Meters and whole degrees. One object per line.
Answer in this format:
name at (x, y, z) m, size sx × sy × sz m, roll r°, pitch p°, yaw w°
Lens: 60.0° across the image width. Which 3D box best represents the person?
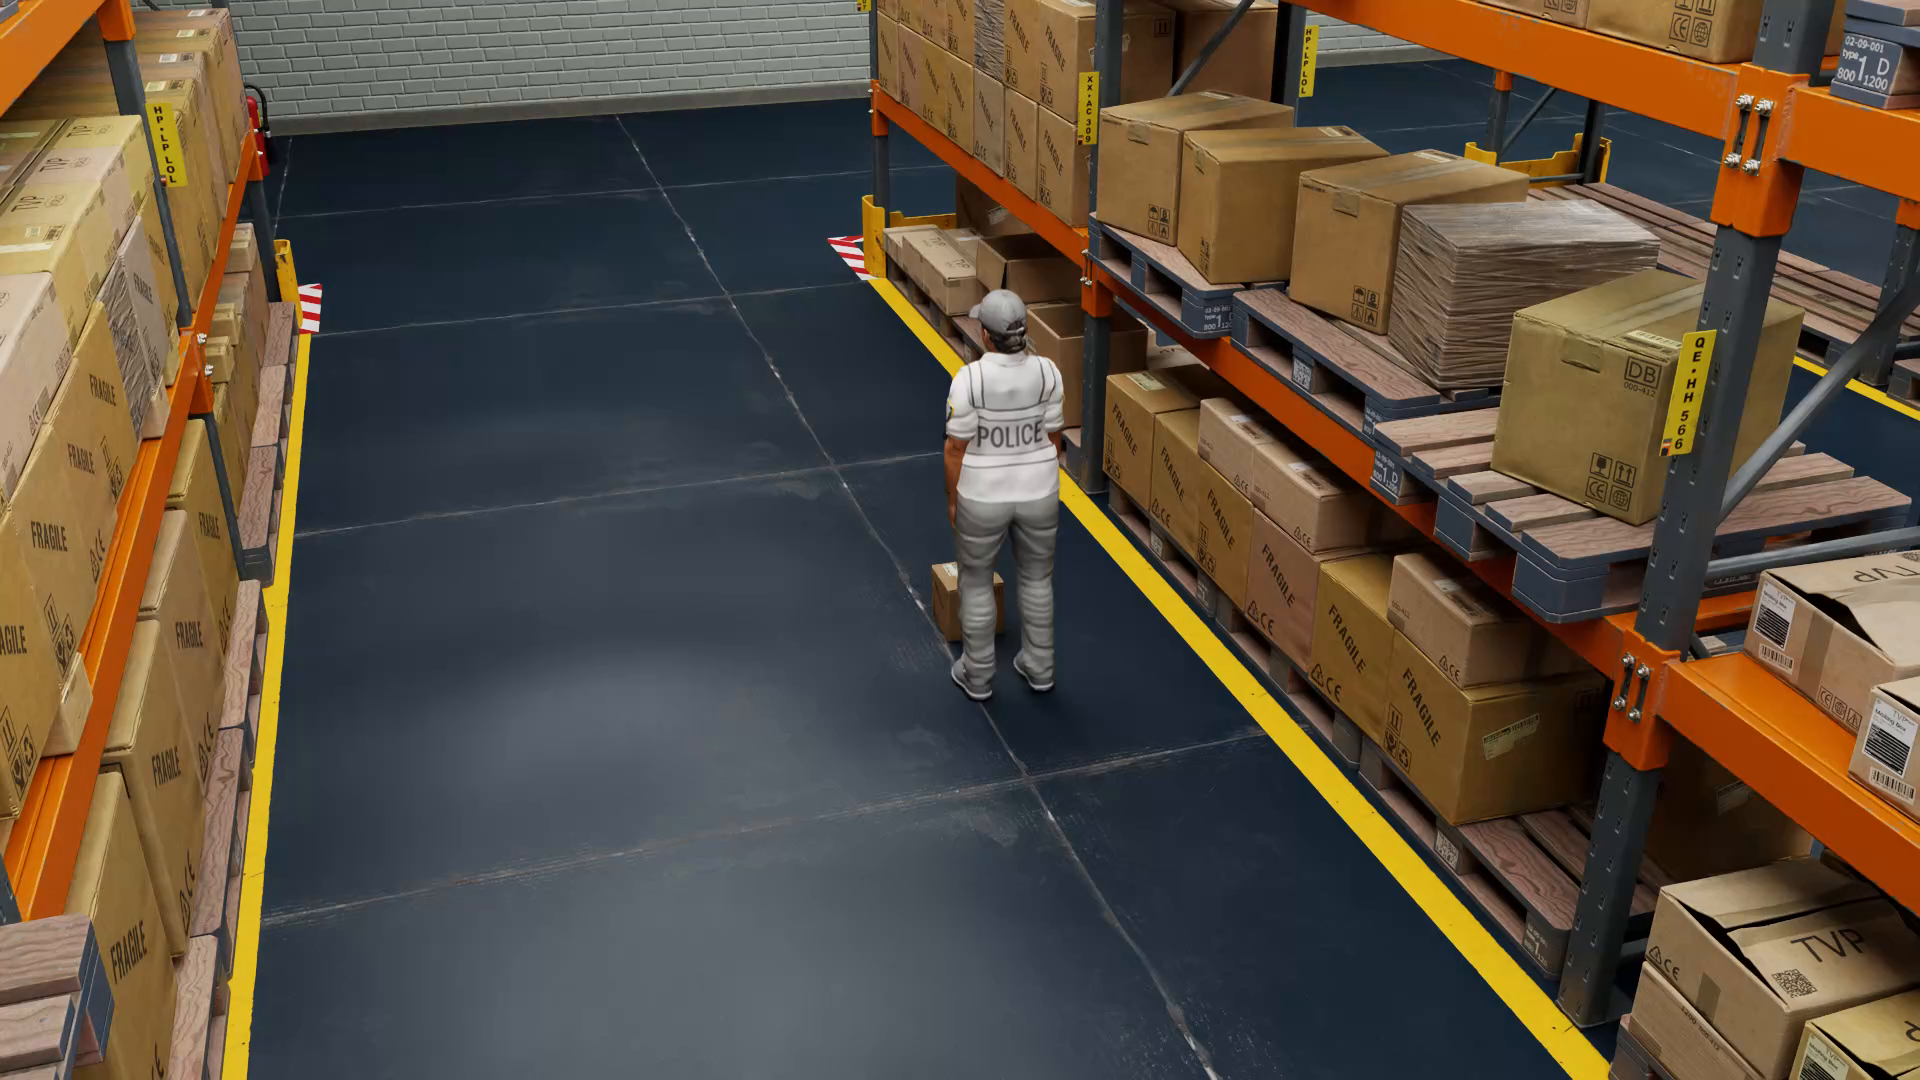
person at (0.157, -0.170, 6.456) m, size 0.468 × 1.663 × 0.394 m, roll -7°, pitch 27°, yaw -14°
